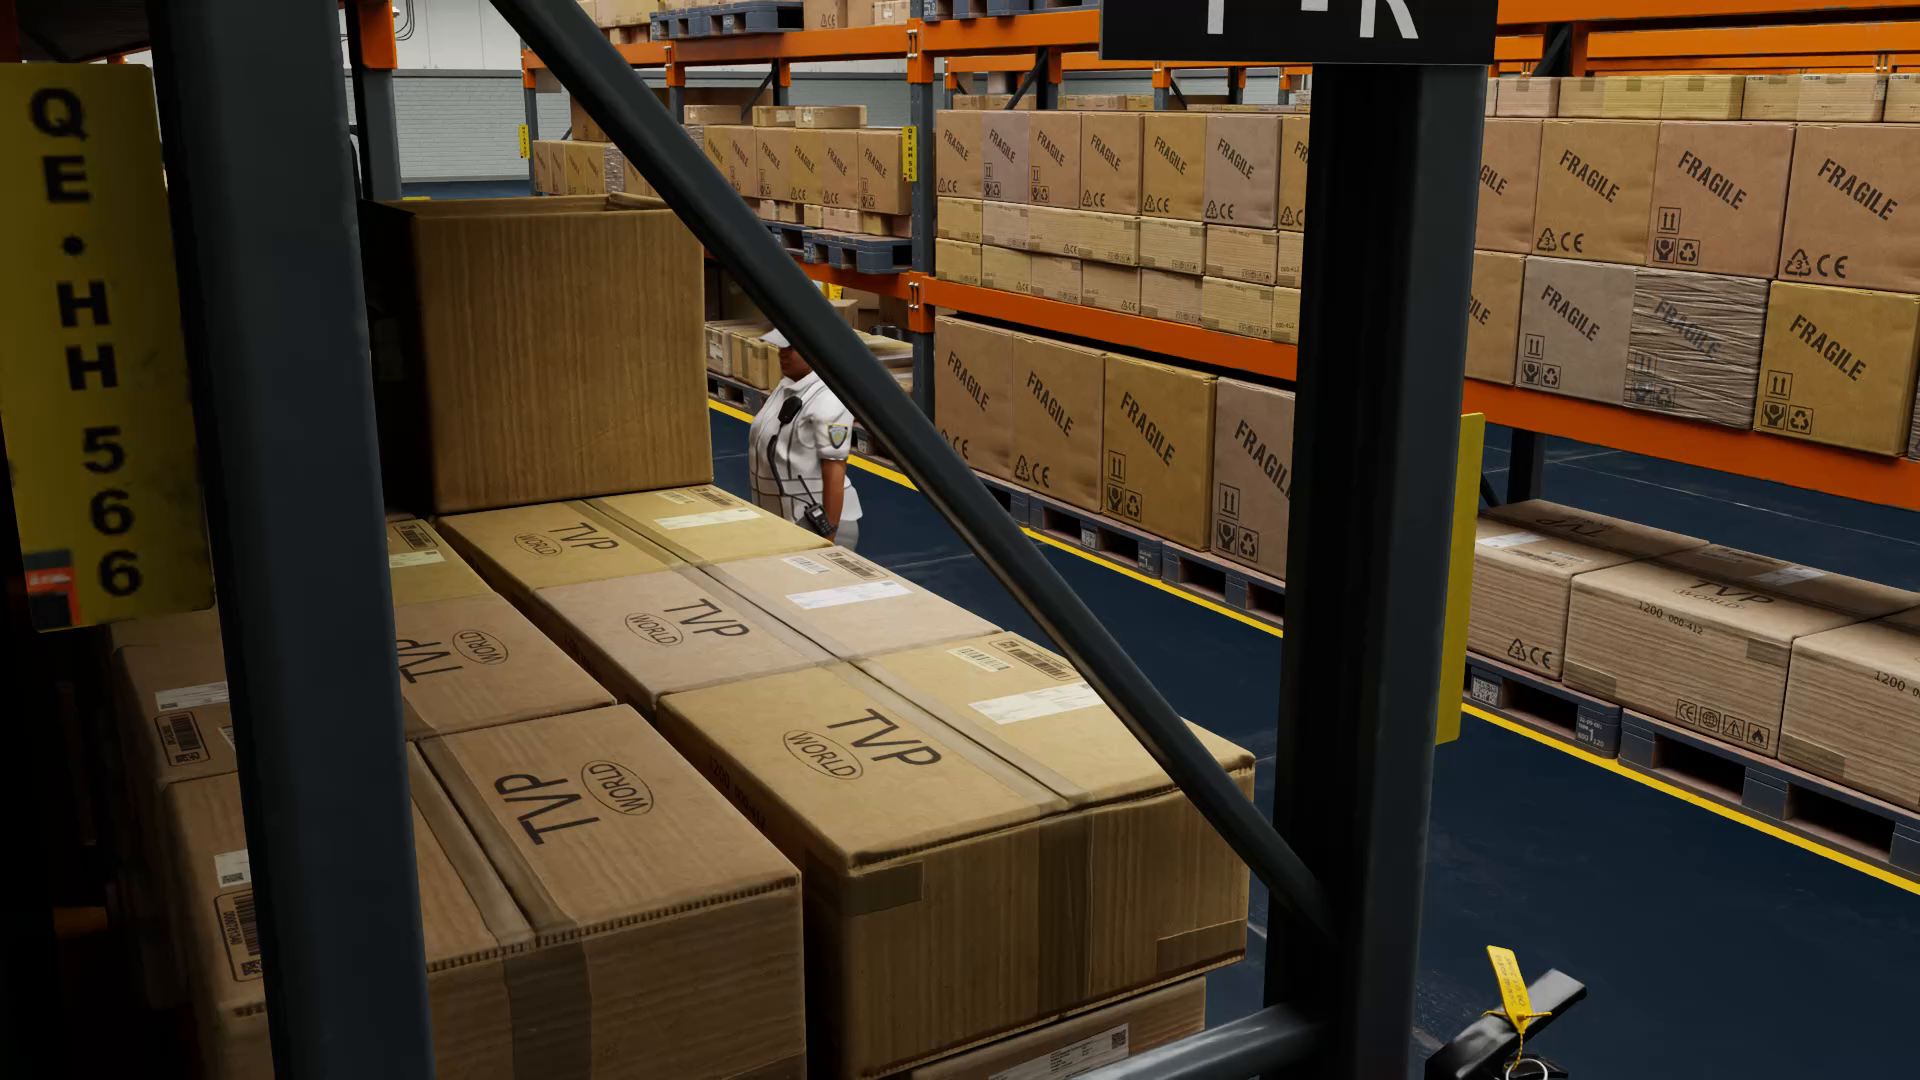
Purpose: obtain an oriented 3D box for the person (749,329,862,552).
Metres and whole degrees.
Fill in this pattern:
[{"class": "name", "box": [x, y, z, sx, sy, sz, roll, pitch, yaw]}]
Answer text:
[{"class": "person", "box": [-0.574, -0.028, 6.150, 0.391, 1.669, 0.465, -8, 17, -28]}]
